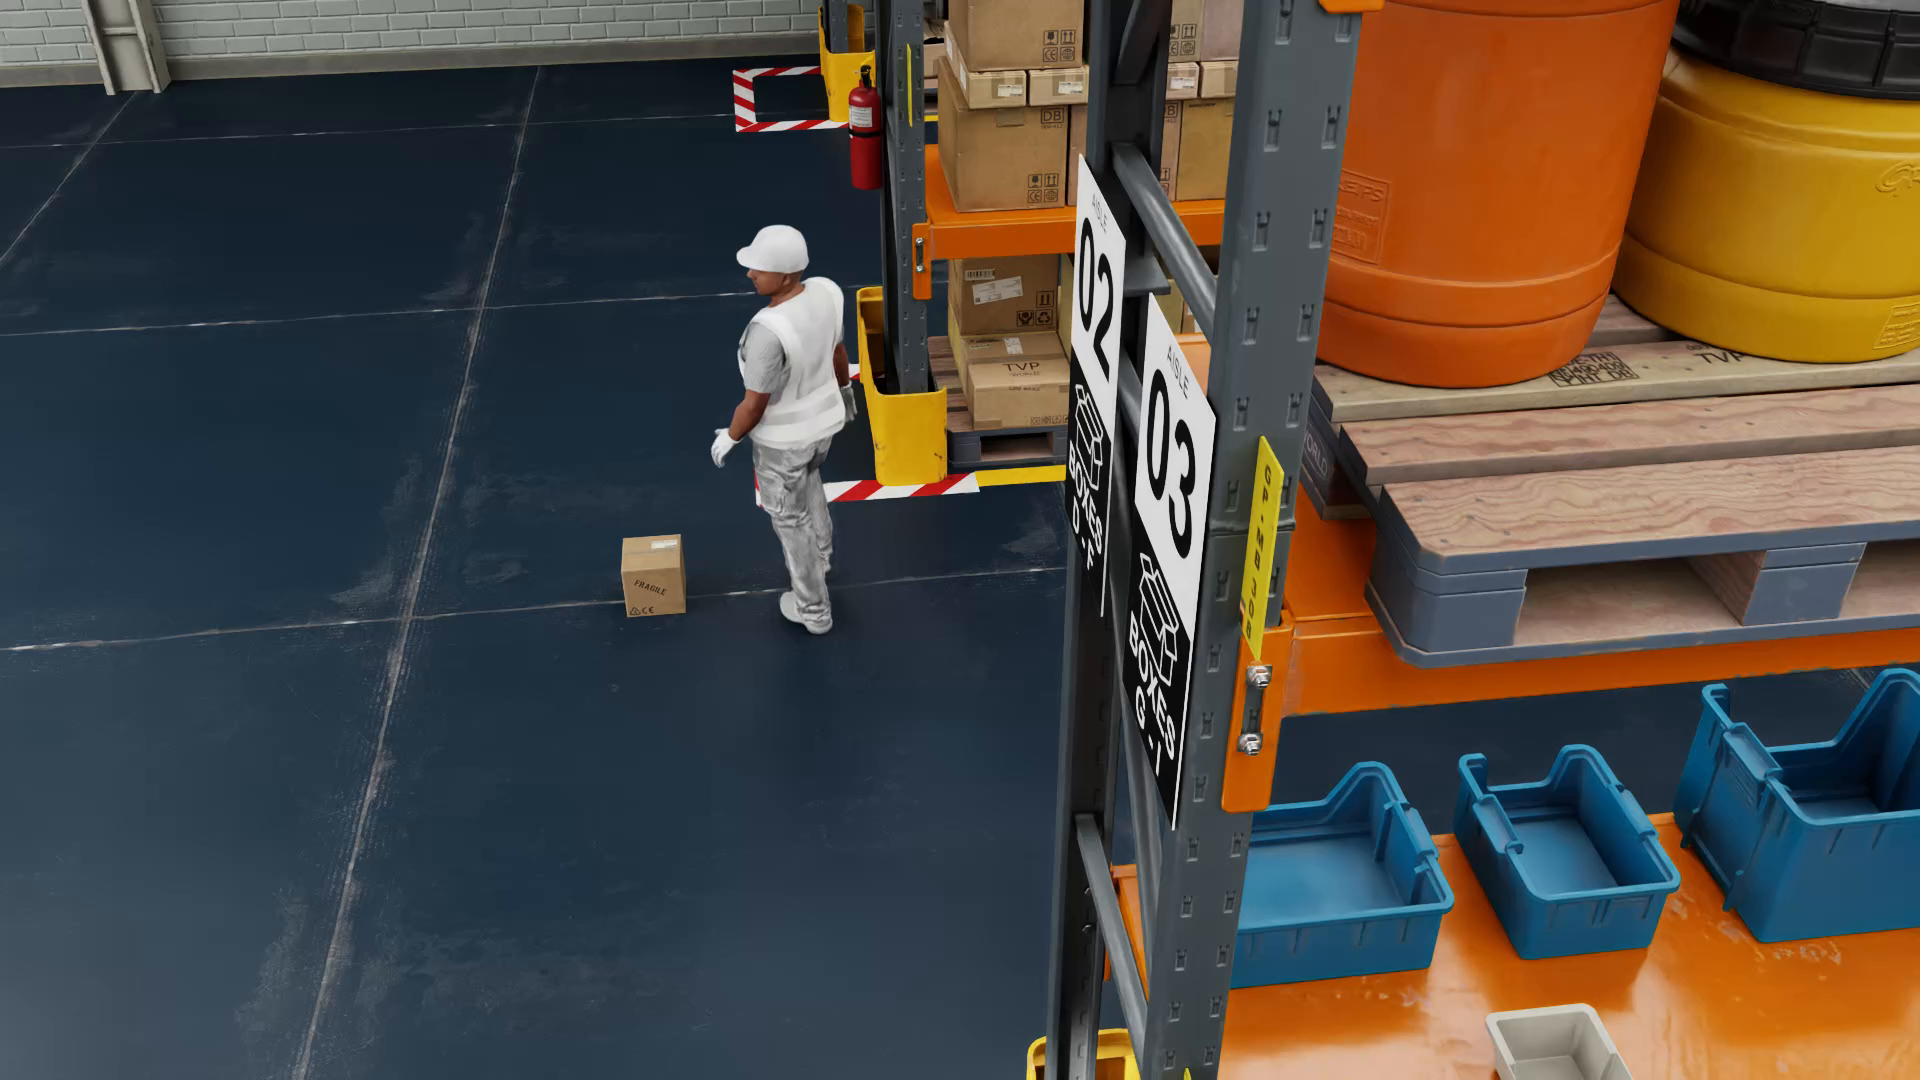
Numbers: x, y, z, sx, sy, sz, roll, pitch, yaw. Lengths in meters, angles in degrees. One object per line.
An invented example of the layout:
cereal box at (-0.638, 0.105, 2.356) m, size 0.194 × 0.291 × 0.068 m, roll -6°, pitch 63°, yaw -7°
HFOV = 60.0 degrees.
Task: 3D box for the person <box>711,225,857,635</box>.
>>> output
person at (-0.676, -0.470, 6.823) m, size 0.549 × 1.820 × 0.717 m, roll 26°, pitch 42°, yaw 32°
